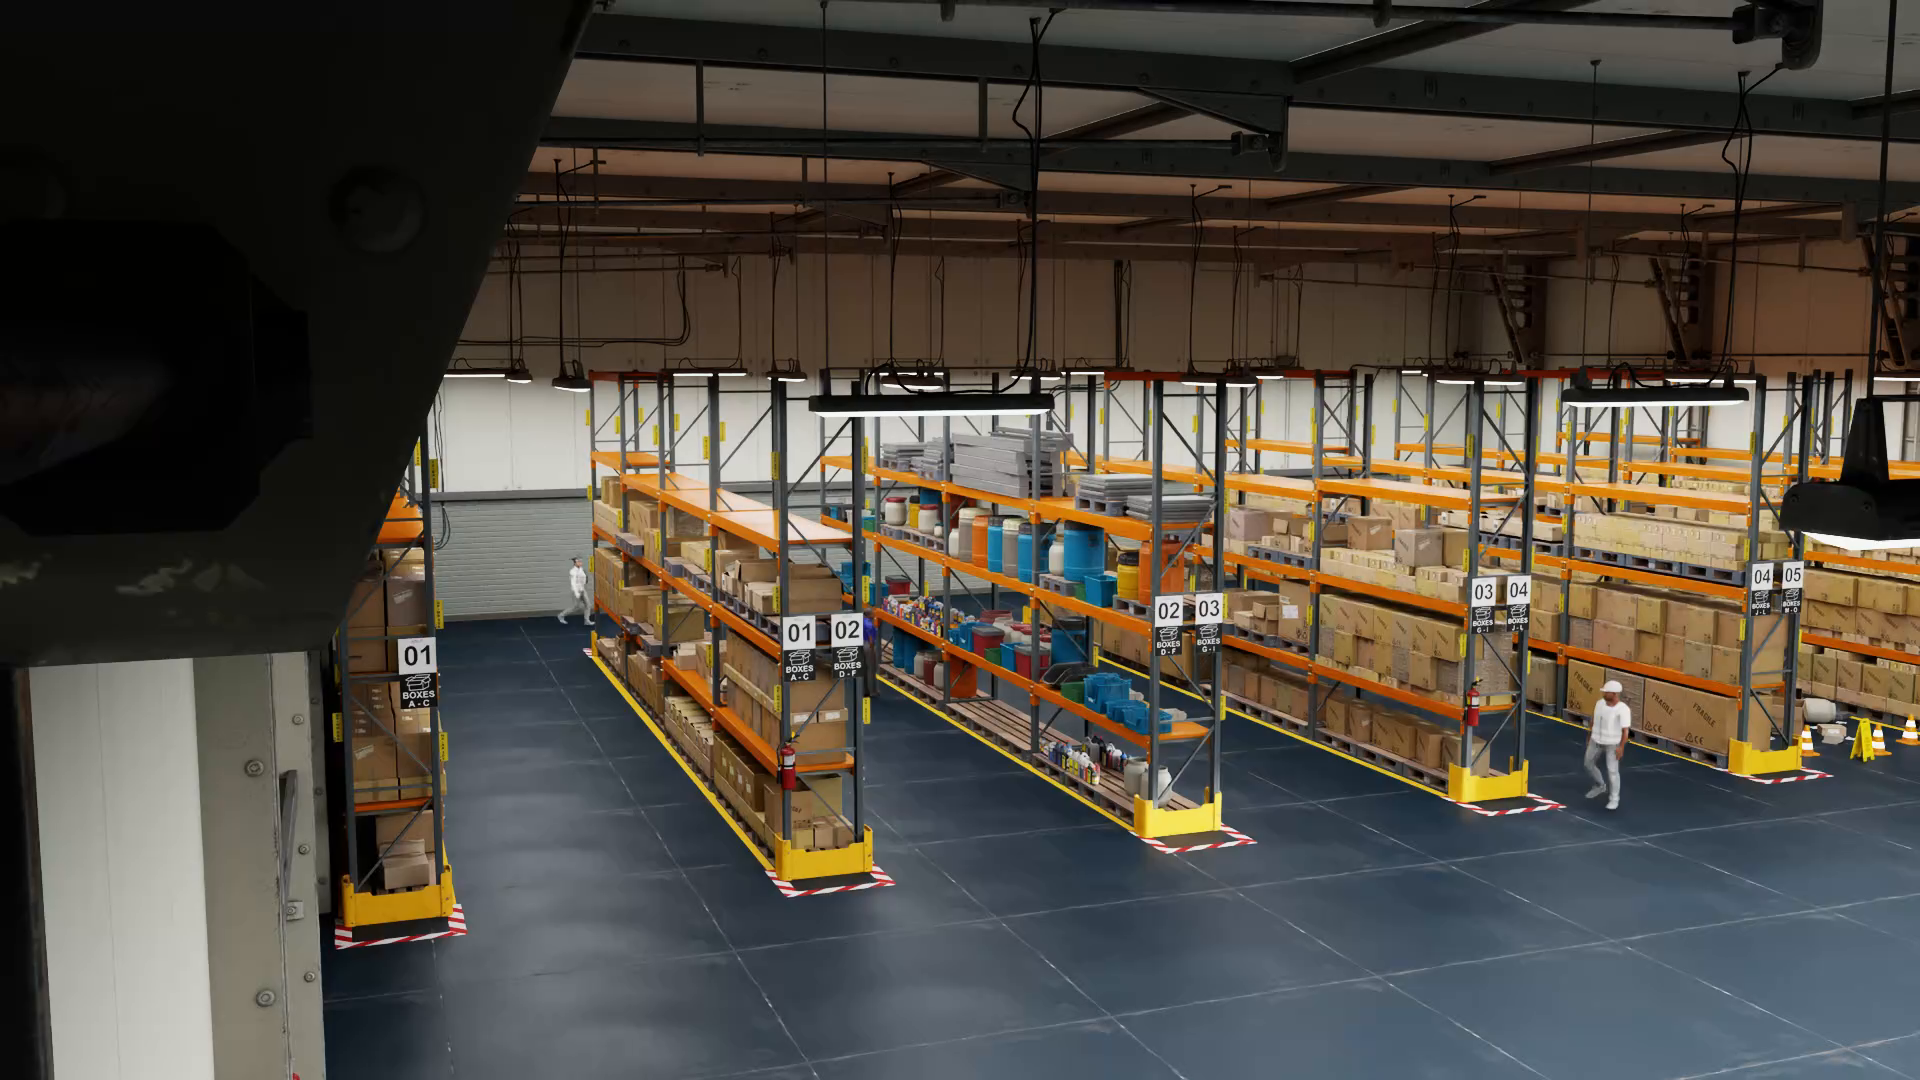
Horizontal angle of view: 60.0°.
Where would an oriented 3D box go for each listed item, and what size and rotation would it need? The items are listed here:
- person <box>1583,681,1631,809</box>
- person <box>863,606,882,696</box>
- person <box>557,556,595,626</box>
[{"bbox_3d":[9.071,2.842,23.340,0.507,1.766,0.652,-5,8,-38],"label":"person"},{"bbox_3d":[-1.660,2.051,30.775,0.394,1.661,0.510,-3,7,-23],"label":"person"},{"bbox_3d":[-8.920,1.179,38.694,0.849,1.647,0.511,0,6,2],"label":"person"}]
